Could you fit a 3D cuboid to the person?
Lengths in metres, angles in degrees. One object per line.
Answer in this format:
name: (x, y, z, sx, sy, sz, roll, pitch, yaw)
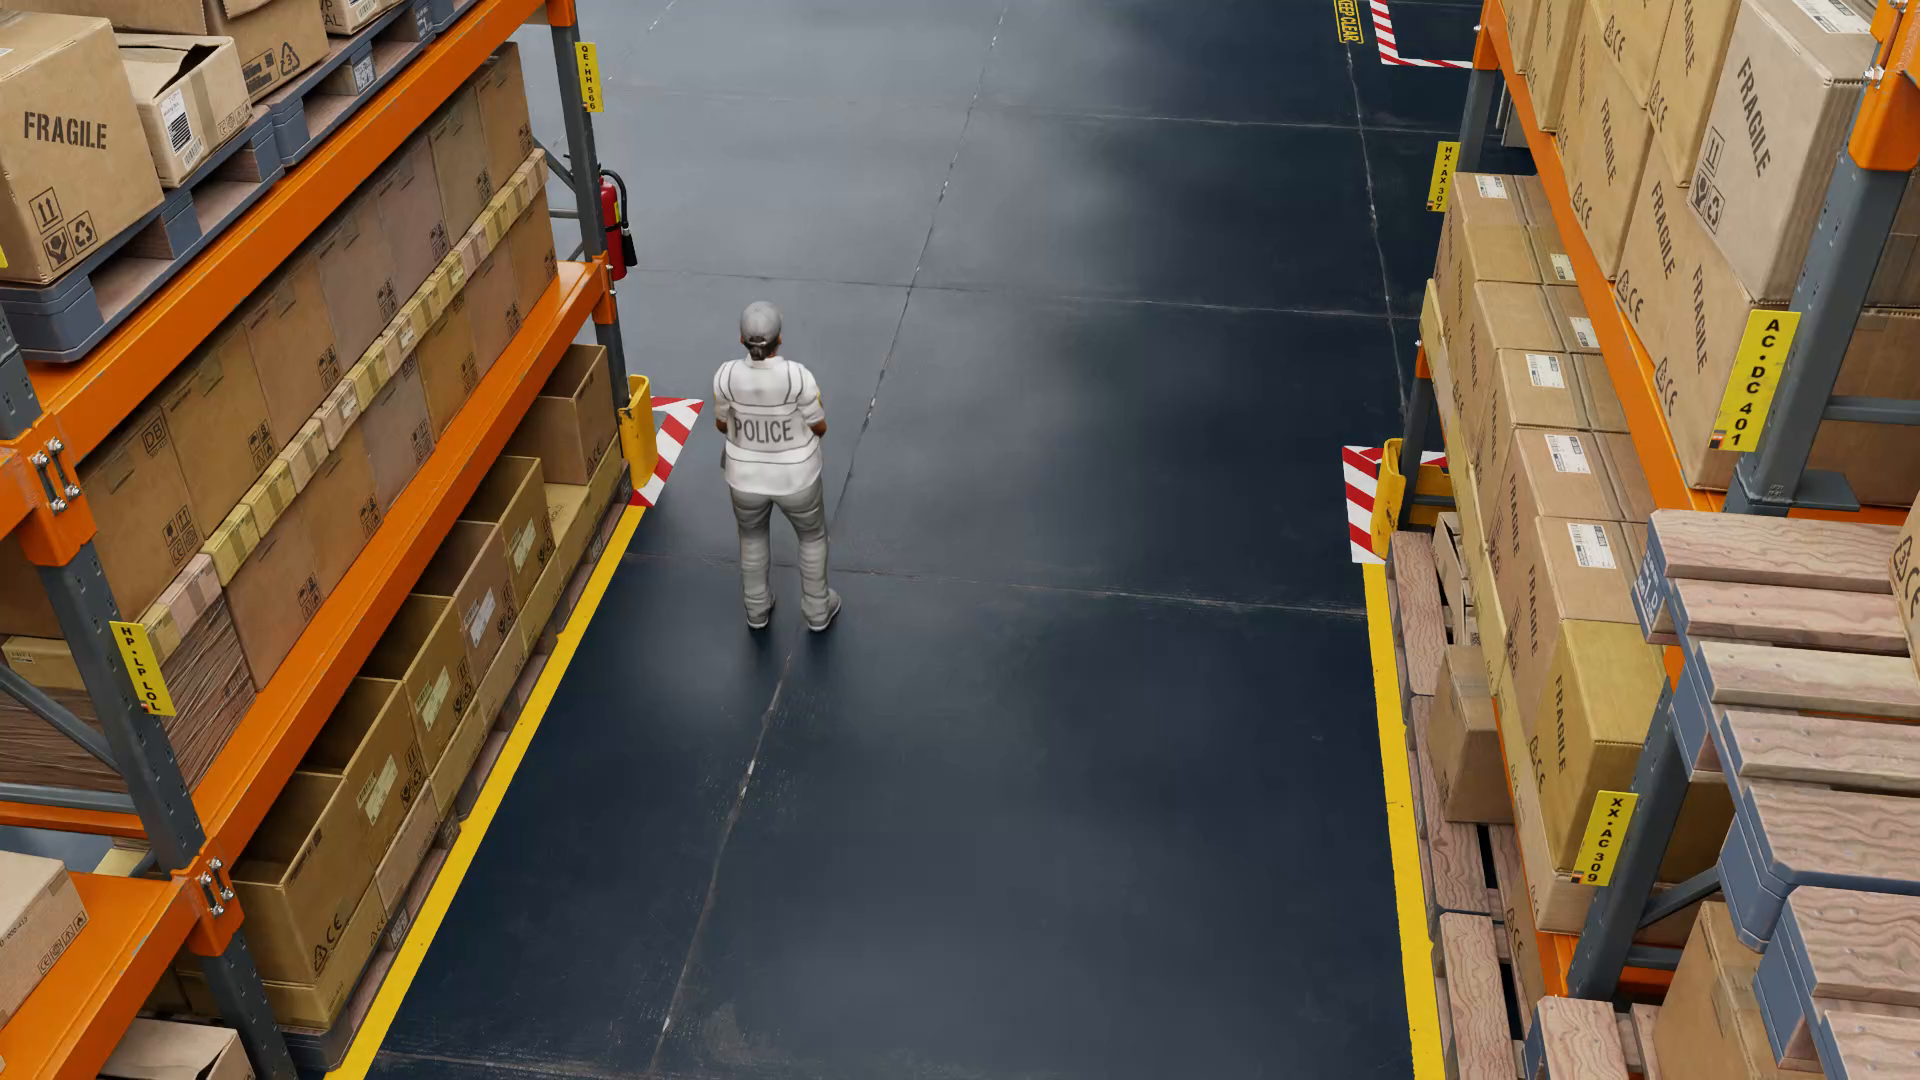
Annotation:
person: (-0.825, -0.327, 7.473, 0.493, 1.671, 0.491, 3, 36, 4)
